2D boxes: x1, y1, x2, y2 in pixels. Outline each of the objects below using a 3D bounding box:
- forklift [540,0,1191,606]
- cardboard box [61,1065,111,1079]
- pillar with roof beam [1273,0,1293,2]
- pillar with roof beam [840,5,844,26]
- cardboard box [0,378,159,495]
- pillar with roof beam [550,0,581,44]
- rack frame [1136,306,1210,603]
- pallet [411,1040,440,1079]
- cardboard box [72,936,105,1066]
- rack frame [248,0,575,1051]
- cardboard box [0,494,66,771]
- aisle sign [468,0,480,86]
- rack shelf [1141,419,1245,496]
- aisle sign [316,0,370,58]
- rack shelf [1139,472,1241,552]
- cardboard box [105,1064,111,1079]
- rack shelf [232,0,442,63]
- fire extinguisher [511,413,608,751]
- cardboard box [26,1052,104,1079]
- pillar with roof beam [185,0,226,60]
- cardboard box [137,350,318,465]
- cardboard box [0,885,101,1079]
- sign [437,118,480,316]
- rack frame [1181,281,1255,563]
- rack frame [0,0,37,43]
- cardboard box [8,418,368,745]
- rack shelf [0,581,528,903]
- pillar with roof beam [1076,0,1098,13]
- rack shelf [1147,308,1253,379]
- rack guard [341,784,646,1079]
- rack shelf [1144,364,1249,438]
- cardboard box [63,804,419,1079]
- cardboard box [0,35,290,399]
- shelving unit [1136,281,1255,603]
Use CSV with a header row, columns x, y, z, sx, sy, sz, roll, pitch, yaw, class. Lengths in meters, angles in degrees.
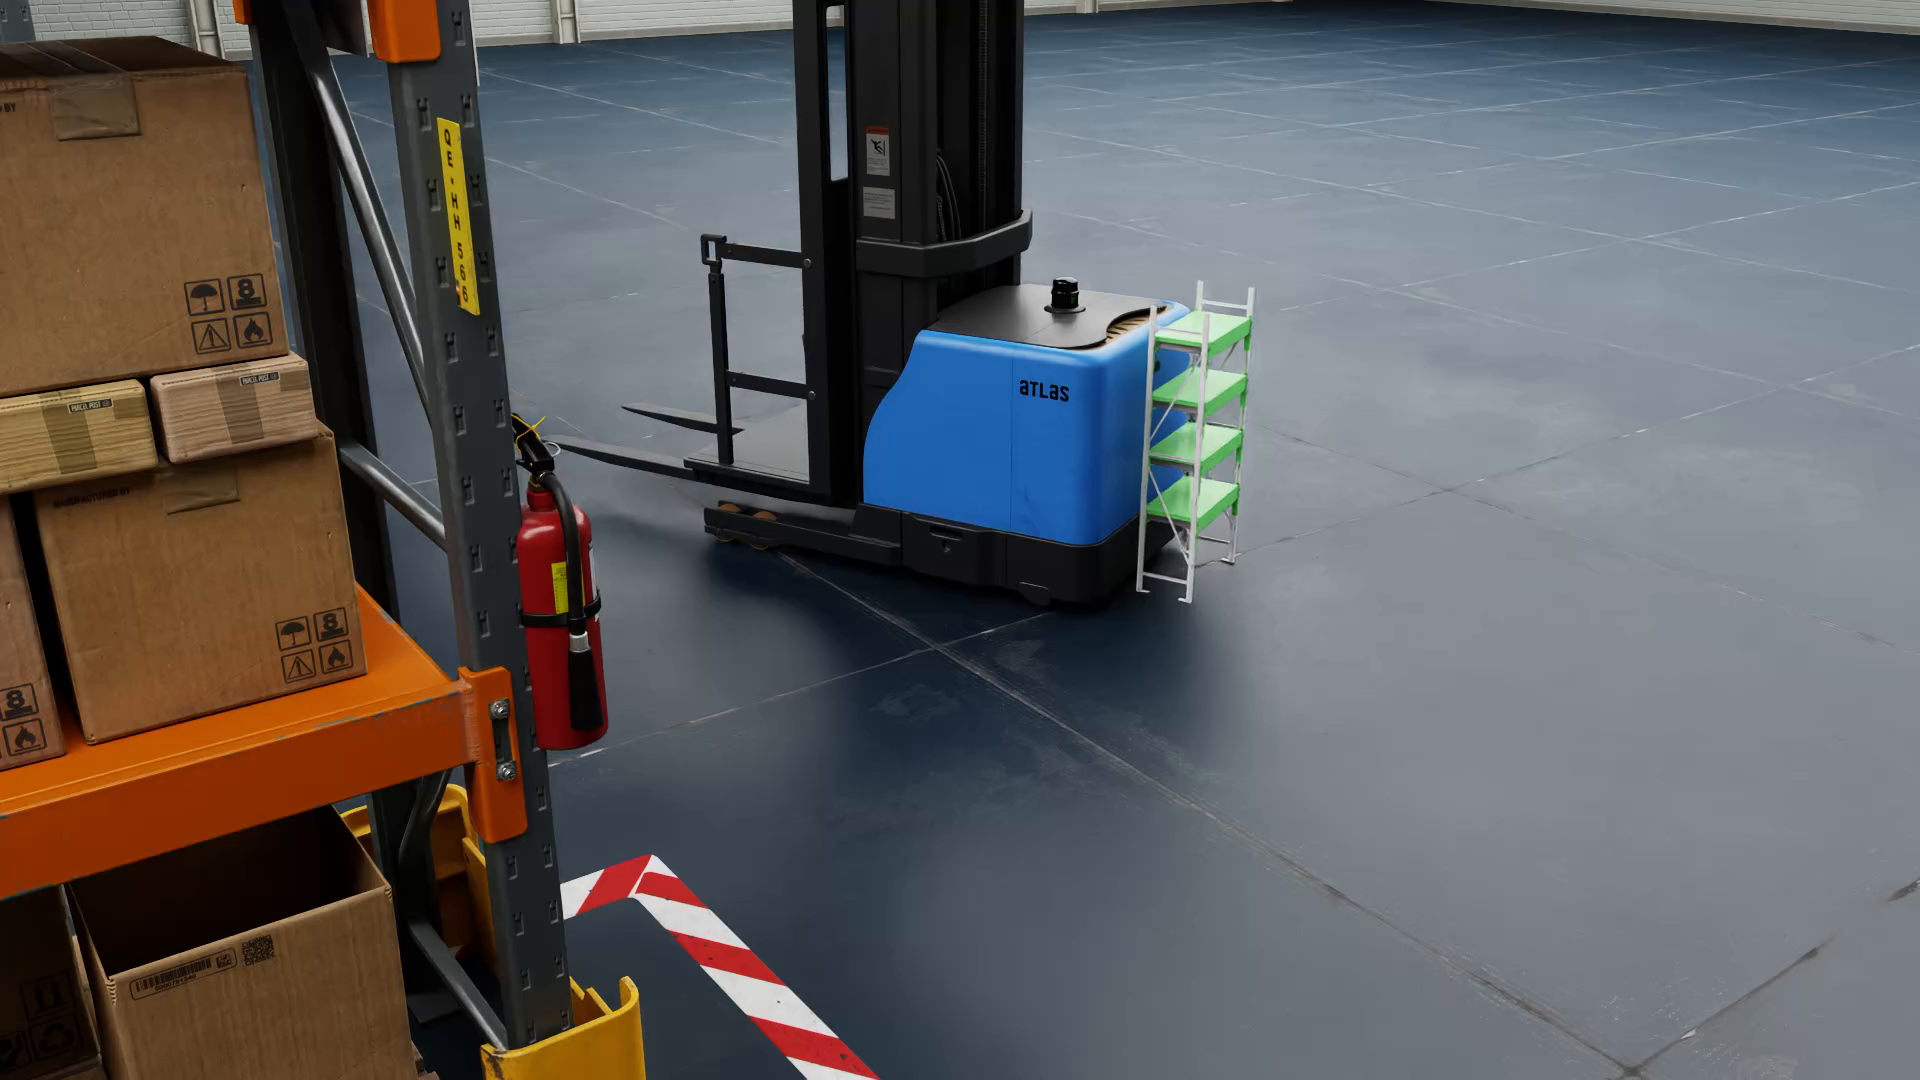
x,y,z,sx,sy,sz,roll,pitch,yaw,class
-0.548,-1.475,7.138,3.031,2.935,1.130,12,25,27,forklift
-1.829,1.327,3.167,0.500,0.250,0.500,-15,26,-33,cardboard box
10.136,-15.632,34.429,0.400,9.000,9.100,-15,26,-33,pillar with roof beam
0.395,-13.035,27.919,0.400,9.000,9.100,-15,26,-33,pillar with roof beam
-1.578,-0.222,2.896,0.250,0.149,0.380,-14,26,-32,cardboard box
-4.476,-11.736,24.665,0.400,9.000,9.100,-15,26,-33,pillar with roof beam
0.839,-0.324,6.586,0.240,1.200,0.015,12,25,27,rack frame
-1.764,1.401,3.599,1.213,0.211,1.003,-15,26,-33,pallet
-1.733,1.059,3.838,0.500,0.250,0.500,-15,26,-33,cardboard box
-1.167,-0.072,3.529,0.127,3.000,1.000,-15,26,-33,rack frame
-1.977,0.094,2.978,0.500,0.500,0.700,-14,26,-31,cardboard box
-0.942,-1.205,2.861,0.004,0.787,0.394,-15,26,-33,aisle sign
0.957,-0.344,6.808,0.258,0.148,0.480,12,25,27,rack shelf
-1.293,-1.386,3.314,0.004,0.787,0.394,-15,26,-33,aisle sign
0.955,-0.121,6.898,0.258,0.148,0.480,12,25,27,rack shelf
-1.430,1.215,3.447,0.500,0.250,0.500,-15,26,-33,cardboard box
-2.791,-0.698,2.022,4.000,0.370,1.077,-15,26,-33,rack shelf
-0.800,0.078,3.257,0.183,0.674,0.296,-15,26,-33,fire extinguisher
-2.136,1.169,3.564,0.500,0.250,0.500,-15,26,-33,cardboard box
-9.346,-10.437,21.410,0.400,9.000,9.100,-15,26,-33,pillar with roof beam
-1.366,-0.279,3.039,0.250,0.149,0.380,-15,26,-34,cardboard box
-2.137,0.820,3.426,0.500,0.500,0.500,-15,26,-33,cardboard box
-0.862,-0.553,2.854,0.005,0.325,0.100,-15,26,-33,sign
1.076,-0.482,6.982,0.240,1.200,0.015,12,25,27,rack frame
-4.057,-1.563,7.265,0.127,3.000,1.000,-15,26,-33,rack frame
-1.554,-0.021,3.267,0.500,0.500,0.700,-15,26,-33,cardboard box
-2.791,0.695,2.577,4.000,0.370,1.077,-15,26,-33,rack shelf
5.265,-14.333,31.174,0.400,9.000,9.100,-15,26,-33,pillar with roof beam
0.960,-0.789,6.628,0.258,0.148,0.480,12,25,27,rack shelf
-1.148,1.084,4.005,0.348,0.500,1.175,-15,26,-33,rack guard
0.959,-0.566,6.718,0.258,0.148,0.480,12,25,27,rack shelf
-1.429,0.868,3.307,0.500,0.500,0.500,-15,26,-33,cardboard box
-1.597,-0.612,2.998,0.500,0.500,0.700,-15,26,-33,cardboard box
0.957,-0.403,6.784,0.258,1.200,0.503,12,25,27,shelving unit
